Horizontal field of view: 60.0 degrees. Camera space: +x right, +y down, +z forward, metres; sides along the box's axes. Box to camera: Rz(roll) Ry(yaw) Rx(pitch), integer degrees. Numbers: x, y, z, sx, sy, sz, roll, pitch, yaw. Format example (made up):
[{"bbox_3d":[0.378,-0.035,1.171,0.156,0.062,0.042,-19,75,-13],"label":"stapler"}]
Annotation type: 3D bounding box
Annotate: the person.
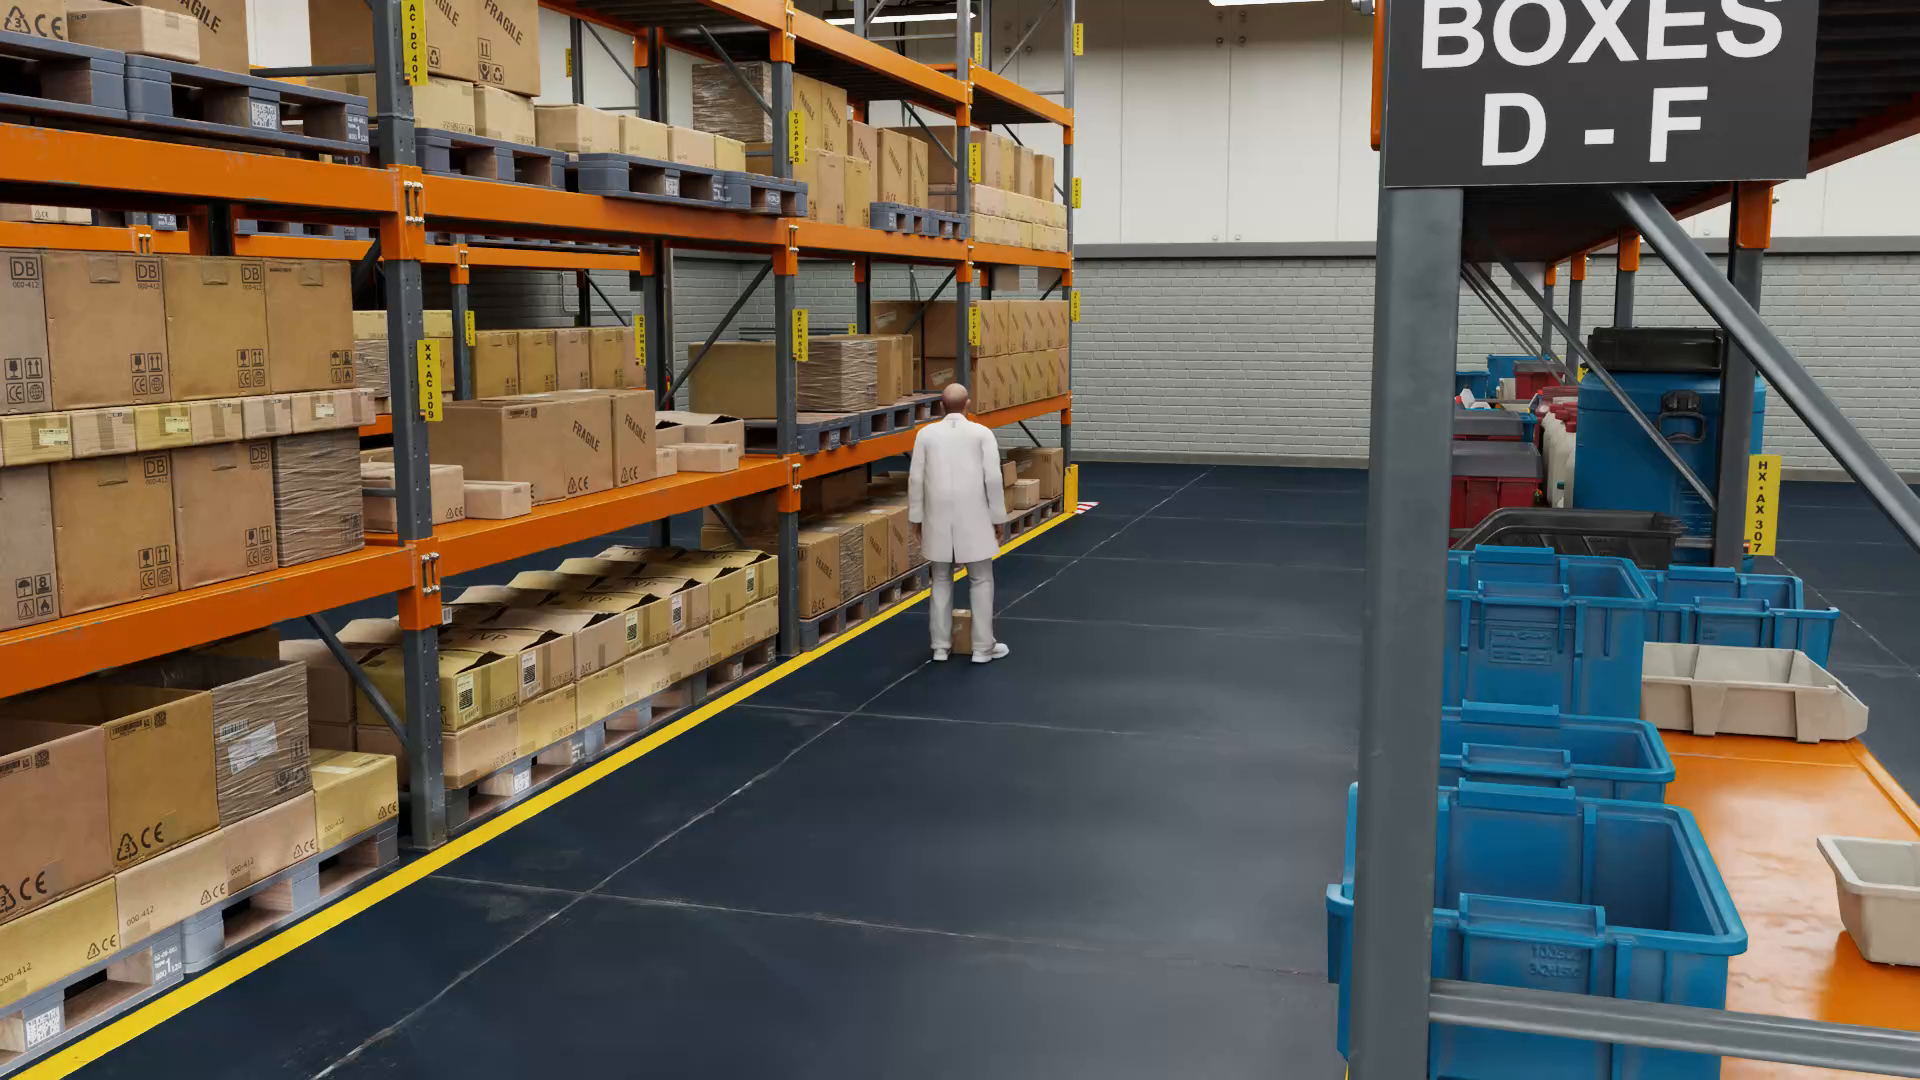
[{"bbox_3d":[-0.017,-0.113,10.670,0.649,1.773,0.433,2,8,13],"label":"person"}]
